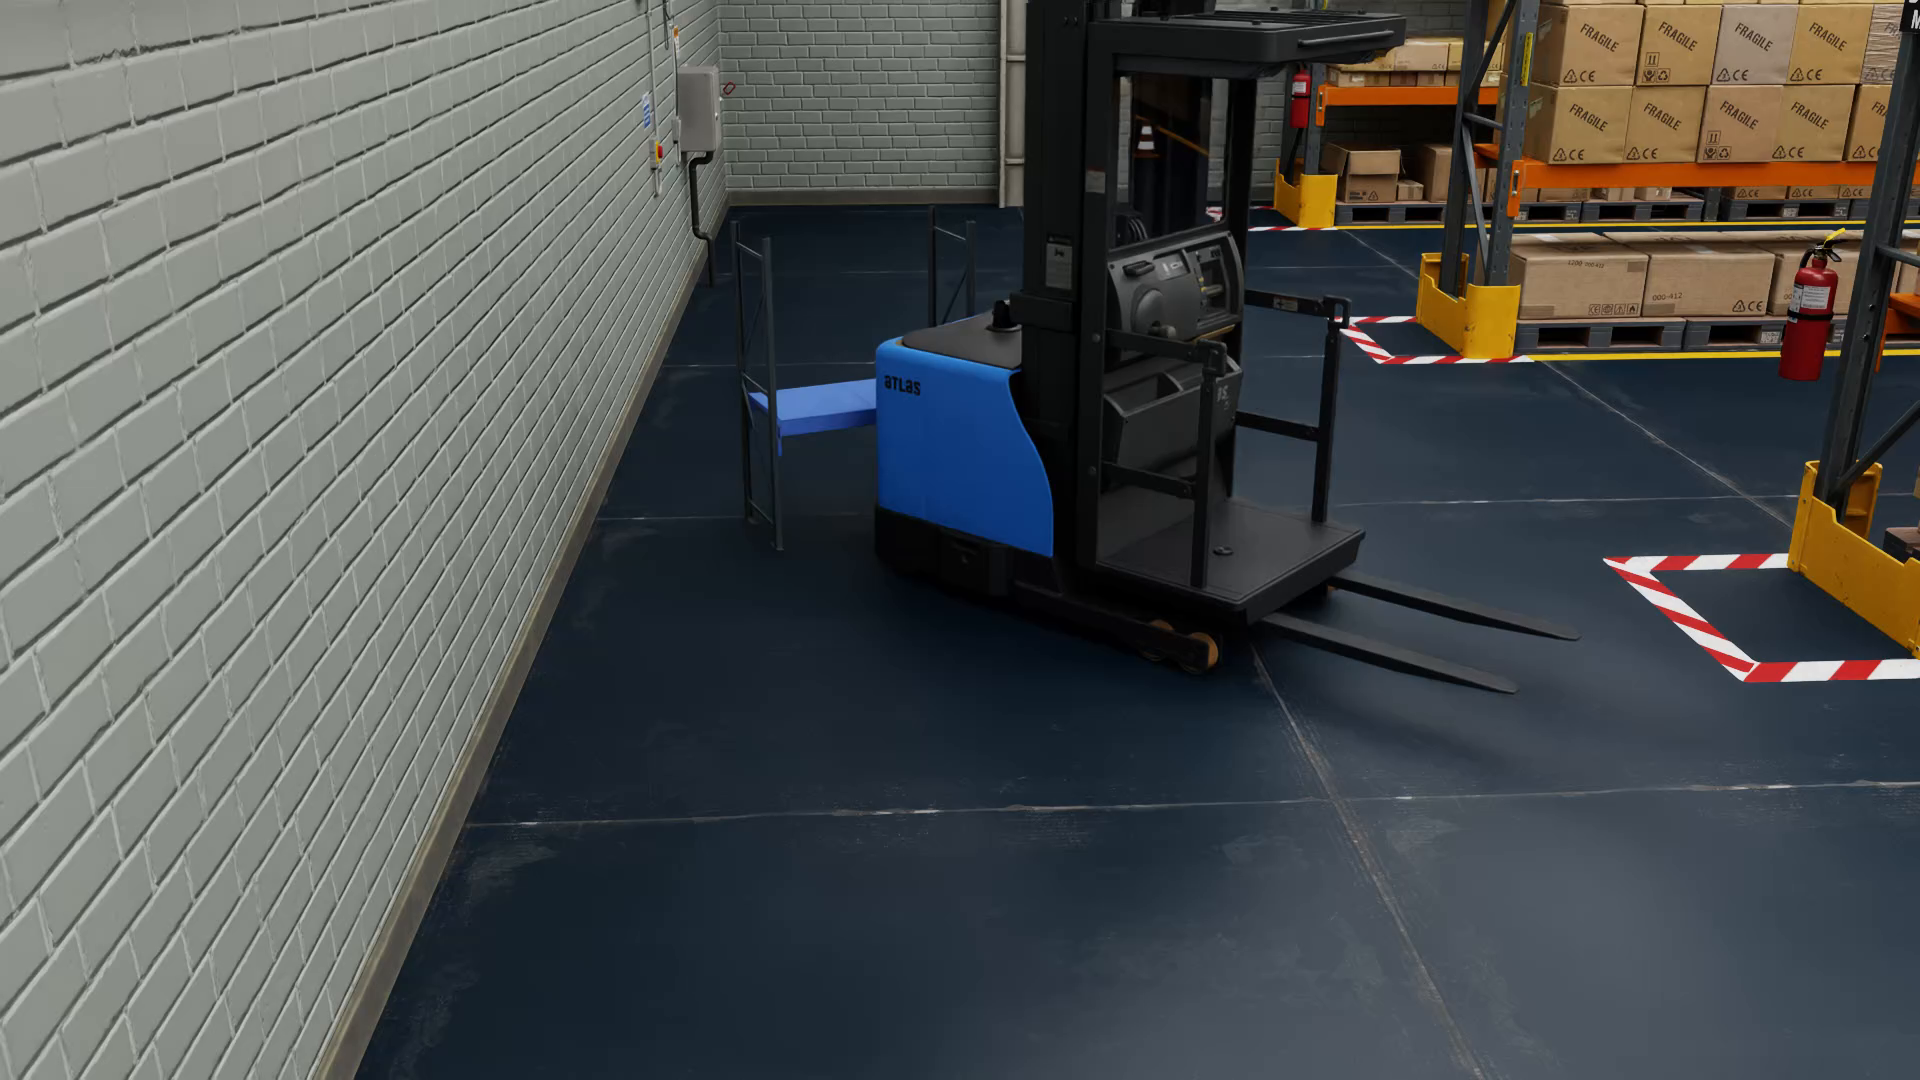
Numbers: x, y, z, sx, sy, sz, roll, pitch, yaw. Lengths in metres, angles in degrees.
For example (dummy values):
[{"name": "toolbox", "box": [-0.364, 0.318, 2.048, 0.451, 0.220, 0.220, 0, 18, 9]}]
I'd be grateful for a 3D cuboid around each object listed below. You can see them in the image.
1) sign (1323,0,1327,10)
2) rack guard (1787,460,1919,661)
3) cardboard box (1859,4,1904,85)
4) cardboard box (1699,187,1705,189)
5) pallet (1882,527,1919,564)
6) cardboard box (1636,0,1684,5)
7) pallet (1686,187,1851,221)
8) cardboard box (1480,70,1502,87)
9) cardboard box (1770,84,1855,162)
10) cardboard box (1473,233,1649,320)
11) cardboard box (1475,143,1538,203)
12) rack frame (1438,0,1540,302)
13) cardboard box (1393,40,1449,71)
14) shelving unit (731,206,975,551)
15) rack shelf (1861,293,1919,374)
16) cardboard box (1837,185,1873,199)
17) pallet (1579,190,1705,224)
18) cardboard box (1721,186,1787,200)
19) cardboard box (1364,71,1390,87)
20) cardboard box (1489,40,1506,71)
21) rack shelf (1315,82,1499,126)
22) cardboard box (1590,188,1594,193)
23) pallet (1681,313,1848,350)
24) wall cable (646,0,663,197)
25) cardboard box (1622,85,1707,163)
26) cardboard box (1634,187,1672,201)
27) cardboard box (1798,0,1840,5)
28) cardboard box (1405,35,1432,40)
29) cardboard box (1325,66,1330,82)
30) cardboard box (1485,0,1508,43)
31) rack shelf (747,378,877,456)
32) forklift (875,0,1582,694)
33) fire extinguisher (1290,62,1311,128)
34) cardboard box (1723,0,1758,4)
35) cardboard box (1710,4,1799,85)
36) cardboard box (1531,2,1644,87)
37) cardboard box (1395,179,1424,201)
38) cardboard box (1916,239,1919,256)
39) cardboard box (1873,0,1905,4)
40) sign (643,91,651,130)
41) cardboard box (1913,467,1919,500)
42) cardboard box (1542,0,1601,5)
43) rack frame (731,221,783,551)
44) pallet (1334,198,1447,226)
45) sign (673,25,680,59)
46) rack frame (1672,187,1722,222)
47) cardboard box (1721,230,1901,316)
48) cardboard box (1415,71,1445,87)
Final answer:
[{"name": "sign", "box": [3.364, -4.823, 15.356, 0.005, 0.325, 0.100, -1, 21, -3]}, {"name": "rack guard", "box": [4.079, 0.075, 7.221, 0.348, 0.500, 1.175, -1, 21, -3]}, {"name": "cardboard box", "box": [6.143, -3.314, 11.065, 0.500, 0.500, 0.500, -1, 21, -2]}, {"name": "cardboard box", "box": [7.800, -3.835, 16.902, 0.500, 0.500, 0.500, -1, 21, -3]}, {"name": "pallet", "box": [4.892, 0.206, 7.283, 1.213, 0.211, 1.003, -1, 21, -3]}, {"name": "cardboard box", "box": [4.514, -3.569, 10.822, 0.250, 0.149, 0.380, -1, 21, -1]}, {"name": "pallet", "box": [8.136, -3.419, 16.804, 1.213, 0.211, 1.003, -1, 21, -3]}, {"name": "cardboard box", "box": [4.966, -4.411, 15.845, 0.250, 0.149, 0.380, -2, 21, -5]}, {"name": "cardboard box", "box": [5.627, -2.842, 11.231, 0.500, 0.500, 0.500, 0, 21, -1]}, {"name": "cardboard box", "box": [4.273, -1.896, 11.895, 0.875, 0.438, 0.875, -2, 21, -5]}, {"name": "cardboard box", "box": [5.338, -3.597, 16.275, 0.500, 0.500, 0.500, -1, 21, -2]}, {"name": "rack frame", "box": [3.620, -2.848, 11.385, 0.127, 3.000, 1.000, -1, 21, -3]}, {"name": "cardboard box", "box": [4.305, -4.604, 15.790, 0.500, 0.250, 0.500, -1, 21, -2]}, {"name": "shelving unit", "box": [-0.507, -0.805, 8.126, 1.048, 1.500, 0.538, -9, 23, -23]}, {"name": "rack shelf", "box": [6.000, -0.796, 7.007, 4.000, 0.370, 1.077, -1, 21, -3]}, {"name": "cardboard box", "box": [8.852, -3.673, 16.476, 0.500, 0.500, 0.500, -2, 21, -5]}, {"name": "pallet", "box": [6.641, -3.375, 16.690, 1.213, 0.211, 1.003, -1, 21, -3]}, {"name": "cardboard box", "box": [7.822, -3.650, 16.416, 0.500, 0.500, 0.500, 0, 21, -1]}, {"name": "cardboard box", "box": [3.928, -4.424, 15.879, 0.250, 0.149, 0.380, -1, 21, -2]}, {"name": "cardboard box", "box": [5.320, -4.633, 15.867, 0.500, 0.250, 0.500, -2, 21, -4]}, {"name": "rack shelf", "box": [5.330, -4.315, 16.251, 4.000, 0.370, 1.077, -1, 21, -3]}, {"name": "cardboard box", "box": [6.220, -3.618, 16.824, 0.250, 0.149, 0.380, -1, 21, -4]}, {"name": "pallet", "box": [5.629, -1.612, 12.059, 1.213, 0.211, 1.003, -1, 21, -3]}, {"name": "wall cable", "box": [-2.008, -3.214, 10.876, 0.123, 1.953, 0.585, -1, 21, -3]}, {"name": "cardboard box", "box": [4.619, -2.822, 11.178, 0.500, 0.500, 0.500, -1, 21, -4]}, {"name": "cardboard box", "box": [6.787, -3.441, 16.358, 0.250, 0.149, 0.380, -2, 21, -5]}, {"name": "cardboard box", "box": [5.541, -3.590, 10.878, 0.250, 0.149, 0.380, -2, 21, -4]}, {"name": "cardboard box", "box": [4.292, -4.794, 16.289, 0.500, 0.250, 0.500, -1, 21, -3]}, {"name": "cardboard box", "box": [3.648, -4.596, 16.329, 0.250, 0.149, 0.380, -1, 21, -4]}, {"name": "cardboard box", "box": [5.299, -4.974, 15.710, 0.500, 0.500, 0.500, -1, 21, -2]}, {"name": "rack shelf", "box": [-0.507, -0.636, 8.190, 1.000, 0.185, 0.538, -9, 23, -23]}, {"name": "forklift", "box": [1.061, -1.042, 6.737, 3.031, 2.935, 1.130, 16, 26, 37]}, {"name": "fire extinguisher", "box": [3.212, -4.233, 15.657, 0.183, 0.674, 0.296, -1, 21, -3]}, {"name": "cardboard box", "box": [5.035, -3.605, 10.916, 0.250, 0.149, 0.380, -1, 21, -3]}, {"name": "cardboard box", "box": [5.144, -3.297, 11.018, 0.500, 0.500, 0.500, -1, 21, -3]}, {"name": "cardboard box", "box": [4.115, -3.270, 10.949, 0.500, 0.500, 0.500, -2, 21, -4]}, {"name": "cardboard box", "box": [4.375, -3.448, 16.379, 0.250, 0.149, 0.380, -2, 21, -5]}, {"name": "cardboard box", "box": [4.437, -1.378, 6.965, 0.500, 0.500, 0.500, -1, 21, -2]}, {"name": "cardboard box", "box": [6.044, -3.623, 10.965, 0.250, 0.149, 0.380, -2, 21, -4]}, {"name": "sign", "box": [-2.067, -2.833, 10.966, 0.001, 0.218, 0.327, -1, 21, -3]}, {"name": "cardboard box", "box": [4.514, -0.206, 7.446, 0.250, 0.149, 0.380, -2, 21, -5]}, {"name": "cardboard box", "box": [3.990, -3.574, 10.835, 0.250, 0.149, 0.380, -1, 21, -2]}, {"name": "rack frame", "box": [-0.969, -0.729, 7.928, 0.032, 1.500, 0.500, -9, 23, -23]}, {"name": "pallet", "box": [4.205, -3.326, 16.560, 1.213, 0.211, 1.003, -1, 21, -3]}, {"name": "sign", "box": [-2.186, -3.836, 12.821, 0.001, 0.242, 0.339, -1, 21, -3]}, {"name": "rack frame", "box": [7.326, -4.692, 16.230, 0.127, 3.000, 1.000, -1, 21, -3]}, {"name": "cardboard box", "box": [6.087, -1.935, 11.998, 0.875, 0.438, 0.875, -2, 21, -5]}, {"name": "cardboard box", "box": [4.444, -4.425, 15.882, 0.250, 0.149, 0.380, -1, 21, -1]}]
